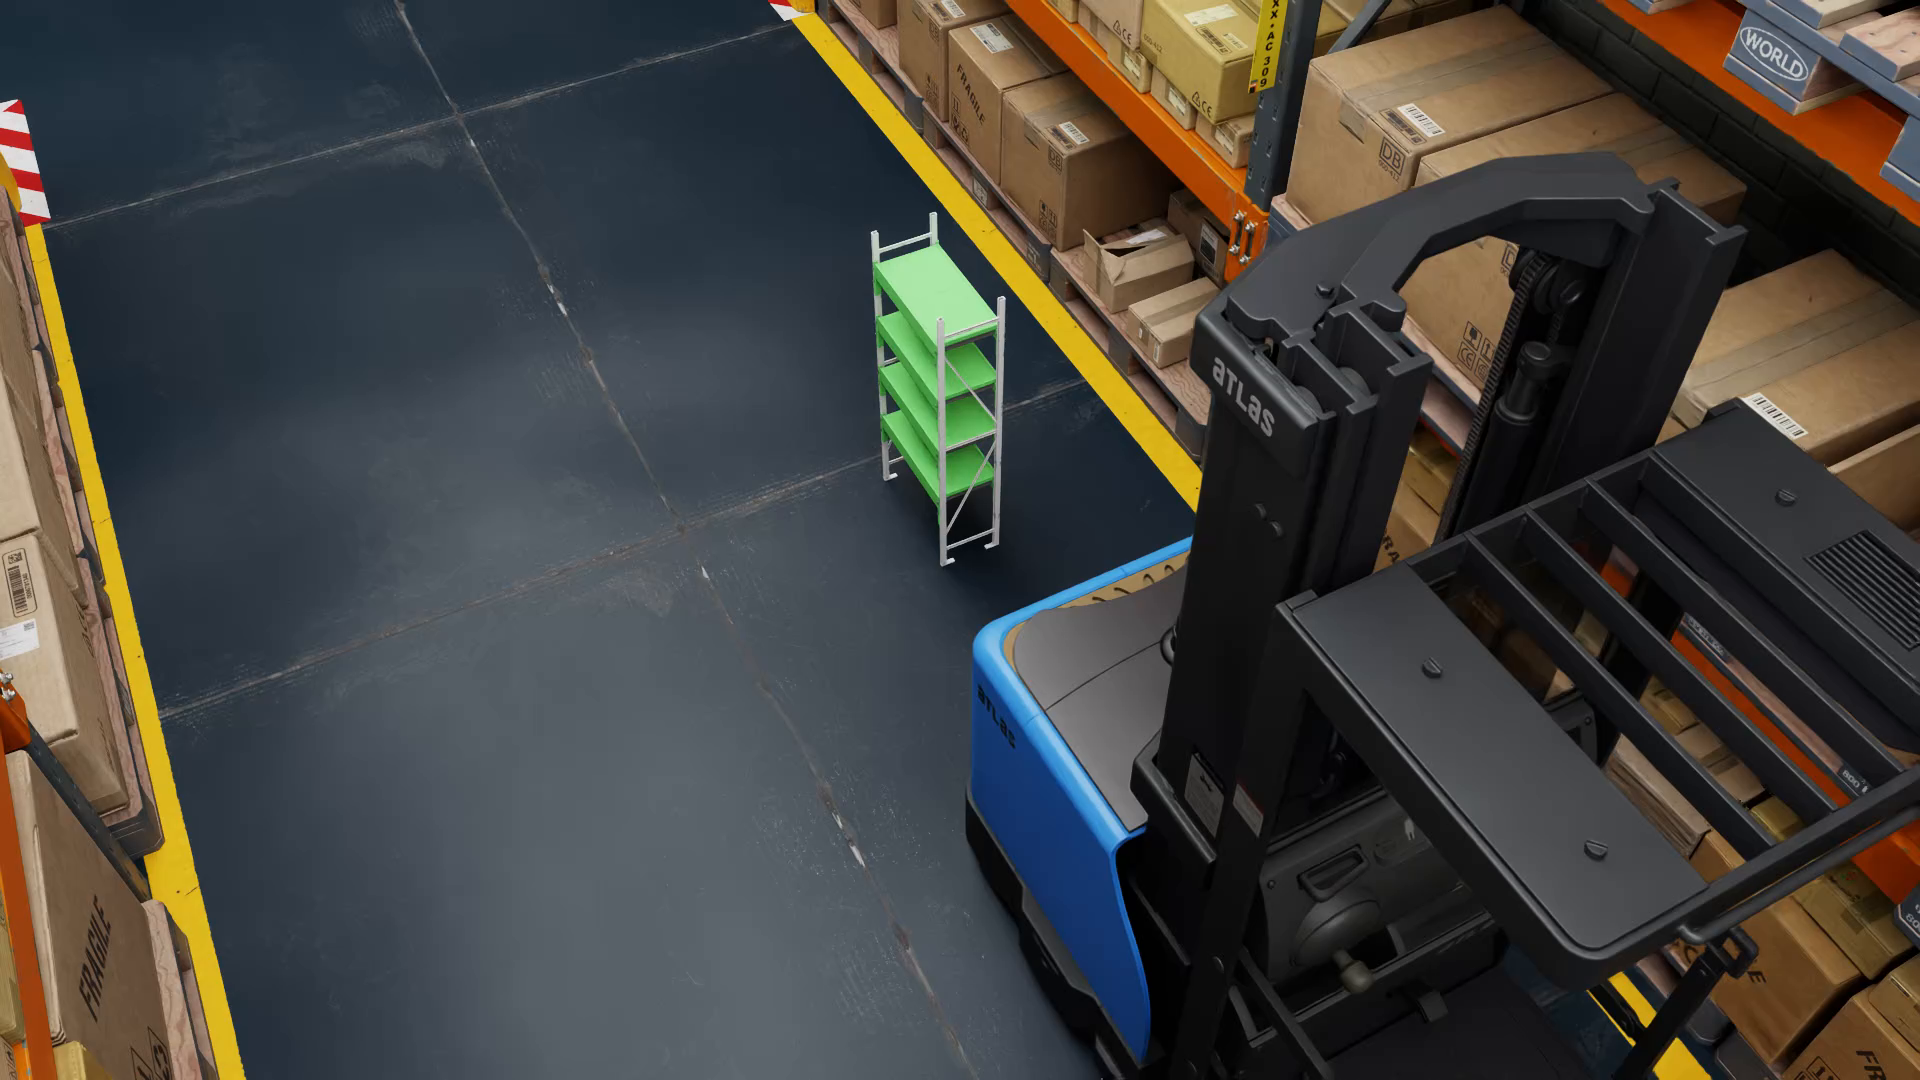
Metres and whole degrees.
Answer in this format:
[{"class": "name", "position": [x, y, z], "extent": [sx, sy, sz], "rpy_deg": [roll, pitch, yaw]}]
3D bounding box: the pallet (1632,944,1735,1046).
[{"class": "pallet", "position": [2.375, 0.869, 5.350], "extent": [1.003, 0.211, 1.213], "rpy_deg": [-21, 52, -18]}]

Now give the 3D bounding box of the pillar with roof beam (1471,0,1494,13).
[{"class": "pillar with roof beam", "position": [-1.938, -2.667, 2.604], "extent": [9.100, 9.000, 0.400], "rpy_deg": [-21, 52, -18]}]

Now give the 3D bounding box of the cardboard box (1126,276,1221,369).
[{"class": "cardboard box", "position": [0.891, -0.870, 6.633], "extent": [0.380, 0.149, 0.250], "rpy_deg": [-23, 53, -19]}]

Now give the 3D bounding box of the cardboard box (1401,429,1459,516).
[{"class": "cardboard box", "position": [1.657, -0.269, 5.443], "extent": [0.380, 0.149, 0.250], "rpy_deg": [-24, 53, -19]}]

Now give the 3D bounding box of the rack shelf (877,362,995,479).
[{"class": "rack shelf", "position": [-0.076, -0.464, 5.943], "extent": [0.258, 0.148, 0.480], "rpy_deg": [-21, 52, -18]}]

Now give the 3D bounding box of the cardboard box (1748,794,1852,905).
[{"class": "cardboard box", "position": [2.357, 0.784, 4.522], "extent": [0.380, 0.149, 0.250], "rpy_deg": [-22, 52, -18]}]

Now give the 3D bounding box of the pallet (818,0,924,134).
[{"class": "pallet", "position": [-0.023, -2.573, 8.361], "extent": [1.003, 0.211, 1.213], "rpy_deg": [-21, 52, -18]}]

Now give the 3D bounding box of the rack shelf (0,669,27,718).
[{"class": "rack shelf", "position": [-3.920, -0.788, 5.424], "extent": [1.077, 0.370, 4.000], "rpy_deg": [-21, 52, -18]}]

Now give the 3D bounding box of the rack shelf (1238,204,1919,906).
[{"class": "rack shelf", "position": [2.322, 0.177, 4.580], "extent": [1.077, 0.370, 4.000], "rpy_deg": [-21, 52, -18]}]

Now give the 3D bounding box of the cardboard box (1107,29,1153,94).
[{"class": "cardboard box", "position": [0.757, -1.774, 5.976], "extent": [0.380, 0.149, 0.250], "rpy_deg": [-20, 52, -17]}]

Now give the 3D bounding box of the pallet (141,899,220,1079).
[{"class": "pallet", "position": [-2.585, 1.722, 4.603], "extent": [1.003, 0.211, 1.213], "rpy_deg": [-21, 52, -18]}]

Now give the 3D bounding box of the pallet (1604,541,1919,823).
[{"class": "pallet", "position": [2.343, 0.042, 4.348], "extent": [1.003, 0.211, 1.213], "rpy_deg": [-21, 52, -18]}]

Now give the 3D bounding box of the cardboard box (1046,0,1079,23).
[{"class": "cardboard box", "position": [0.519, -2.121, 6.279], "extent": [0.380, 0.149, 0.250], "rpy_deg": [-22, 52, -18]}]

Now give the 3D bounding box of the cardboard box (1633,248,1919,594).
[{"class": "cardboard box", "position": [2.025, -0.297, 4.171], "extent": [0.700, 0.500, 0.500], "rpy_deg": [-21, 52, -18]}]

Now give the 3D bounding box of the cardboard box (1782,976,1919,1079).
[{"class": "cardboard box", "position": [2.633, 1.416, 4.400], "extent": [0.500, 0.500, 0.500], "rpy_deg": [-22, 52, -18]}]

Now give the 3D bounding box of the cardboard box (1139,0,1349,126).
[{"class": "cardboard box", "position": [0.957, -1.704, 5.649], "extent": [0.500, 0.250, 0.500], "rpy_deg": [-20, 52, -17]}]

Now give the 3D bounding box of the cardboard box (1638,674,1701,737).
[{"class": "cardboard box", "position": [2.137, 0.428, 4.834], "extent": [0.380, 0.149, 0.250], "rpy_deg": [-21, 52, -17]}]

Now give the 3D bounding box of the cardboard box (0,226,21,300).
[{"class": "cardboard box", "position": [-4.445, -1.251, 6.774], "extent": [0.875, 0.438, 0.875], "rpy_deg": [-23, 53, -19]}]

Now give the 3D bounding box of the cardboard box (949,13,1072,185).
[{"class": "cardboard box", "position": [0.281, -1.975, 7.366], "extent": [0.500, 0.500, 0.500], "rpy_deg": [-20, 52, -17]}]

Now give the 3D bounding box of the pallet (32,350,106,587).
[{"class": "pallet", "position": [-3.846, -0.122, 6.216], "extent": [1.003, 0.211, 1.213], "rpy_deg": [-21, 52, -18]}]

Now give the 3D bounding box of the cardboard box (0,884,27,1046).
[{"class": "cardboard box", "position": [-2.344, 0.918, 3.554], "extent": [0.500, 0.250, 0.500], "rpy_deg": [-22, 52, -18]}]

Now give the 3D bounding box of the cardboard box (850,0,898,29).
[{"class": "cardboard box", "position": [-0.228, -2.950, 8.217], "extent": [0.797, 0.503, 0.637], "rpy_deg": [-23, 53, -19]}]

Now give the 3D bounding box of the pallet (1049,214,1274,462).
[{"class": "pallet", "position": [1.093, -0.940, 6.932], "extent": [1.003, 0.211, 1.213], "rpy_deg": [-21, 52, -18]}]

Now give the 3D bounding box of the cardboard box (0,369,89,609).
[{"class": "cardboard box", "position": [-3.607, -0.037, 5.713], "extent": [0.875, 0.438, 0.875], "rpy_deg": [-23, 53, -19]}]

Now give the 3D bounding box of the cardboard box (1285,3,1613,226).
[{"class": "cardboard box", "position": [1.429, -1.169, 4.934], "extent": [0.700, 0.500, 0.500], "rpy_deg": [-20, 52, -17]}]

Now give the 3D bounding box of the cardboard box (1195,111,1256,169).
[{"class": "cardboard box", "position": [1.036, -1.442, 5.685], "extent": [0.380, 0.149, 0.250], "rpy_deg": [-21, 52, -17]}]

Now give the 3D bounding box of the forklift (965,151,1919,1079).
[{"class": "forklift", "position": [1.161, 0.796, 3.606], "extent": [1.130, 2.935, 3.031], "rpy_deg": [-22, 52, -18]}]

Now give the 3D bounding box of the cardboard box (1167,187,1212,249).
[{"class": "cardboard box", "position": [1.116, -1.412, 7.107], "extent": [0.380, 0.149, 0.250], "rpy_deg": [-22, 52, -18]}]

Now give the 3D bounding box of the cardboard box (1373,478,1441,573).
[{"class": "cardboard box", "position": [1.680, 0.041, 5.603], "extent": [0.500, 0.500, 0.500], "rpy_deg": [-22, 52, -18]}]

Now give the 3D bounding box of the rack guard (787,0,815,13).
[{"class": "rack guard", "position": [-0.389, -3.202, 8.718], "extent": [1.175, 0.500, 0.348], "rpy_deg": [-21, 52, -18]}]

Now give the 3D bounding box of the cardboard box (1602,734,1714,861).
[{"class": "cardboard box", "position": [2.137, 0.725, 5.004], "extent": [0.500, 0.500, 0.500], "rpy_deg": [-23, 53, -19]}]

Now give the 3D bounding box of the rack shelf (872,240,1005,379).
[{"class": "rack shelf", "position": [-0.076, -0.780, 5.582], "extent": [0.258, 0.148, 0.480], "rpy_deg": [-21, 52, -18]}]

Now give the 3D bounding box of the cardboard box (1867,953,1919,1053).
[{"class": "cardboard box", "position": [2.552, 1.143, 4.208], "extent": [0.380, 0.149, 0.250], "rpy_deg": [-23, 53, -19]}]

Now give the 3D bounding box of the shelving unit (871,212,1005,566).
[{"class": "shelving unit", "position": [-0.076, -0.506, 5.895], "extent": [0.258, 1.200, 0.503], "rpy_deg": [-21, 52, -18]}]

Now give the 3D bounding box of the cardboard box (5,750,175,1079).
[{"class": "cardboard box", "position": [-2.650, 1.263, 4.286], "extent": [0.875, 0.875, 0.875], "rpy_deg": [-20, 52, -16]}]

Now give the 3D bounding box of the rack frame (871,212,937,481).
[{"class": "rack frame", "position": [-0.187, -0.669, 6.038], "extent": [0.240, 1.200, 0.015], "rpy_deg": [-21, 52, -18]}]

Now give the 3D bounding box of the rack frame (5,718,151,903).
[{"class": "rack frame", "position": [-3.005, 0.314, 3.983], "extent": [1.000, 3.000, 0.127], "rpy_deg": [-21, 52, -18]}]
